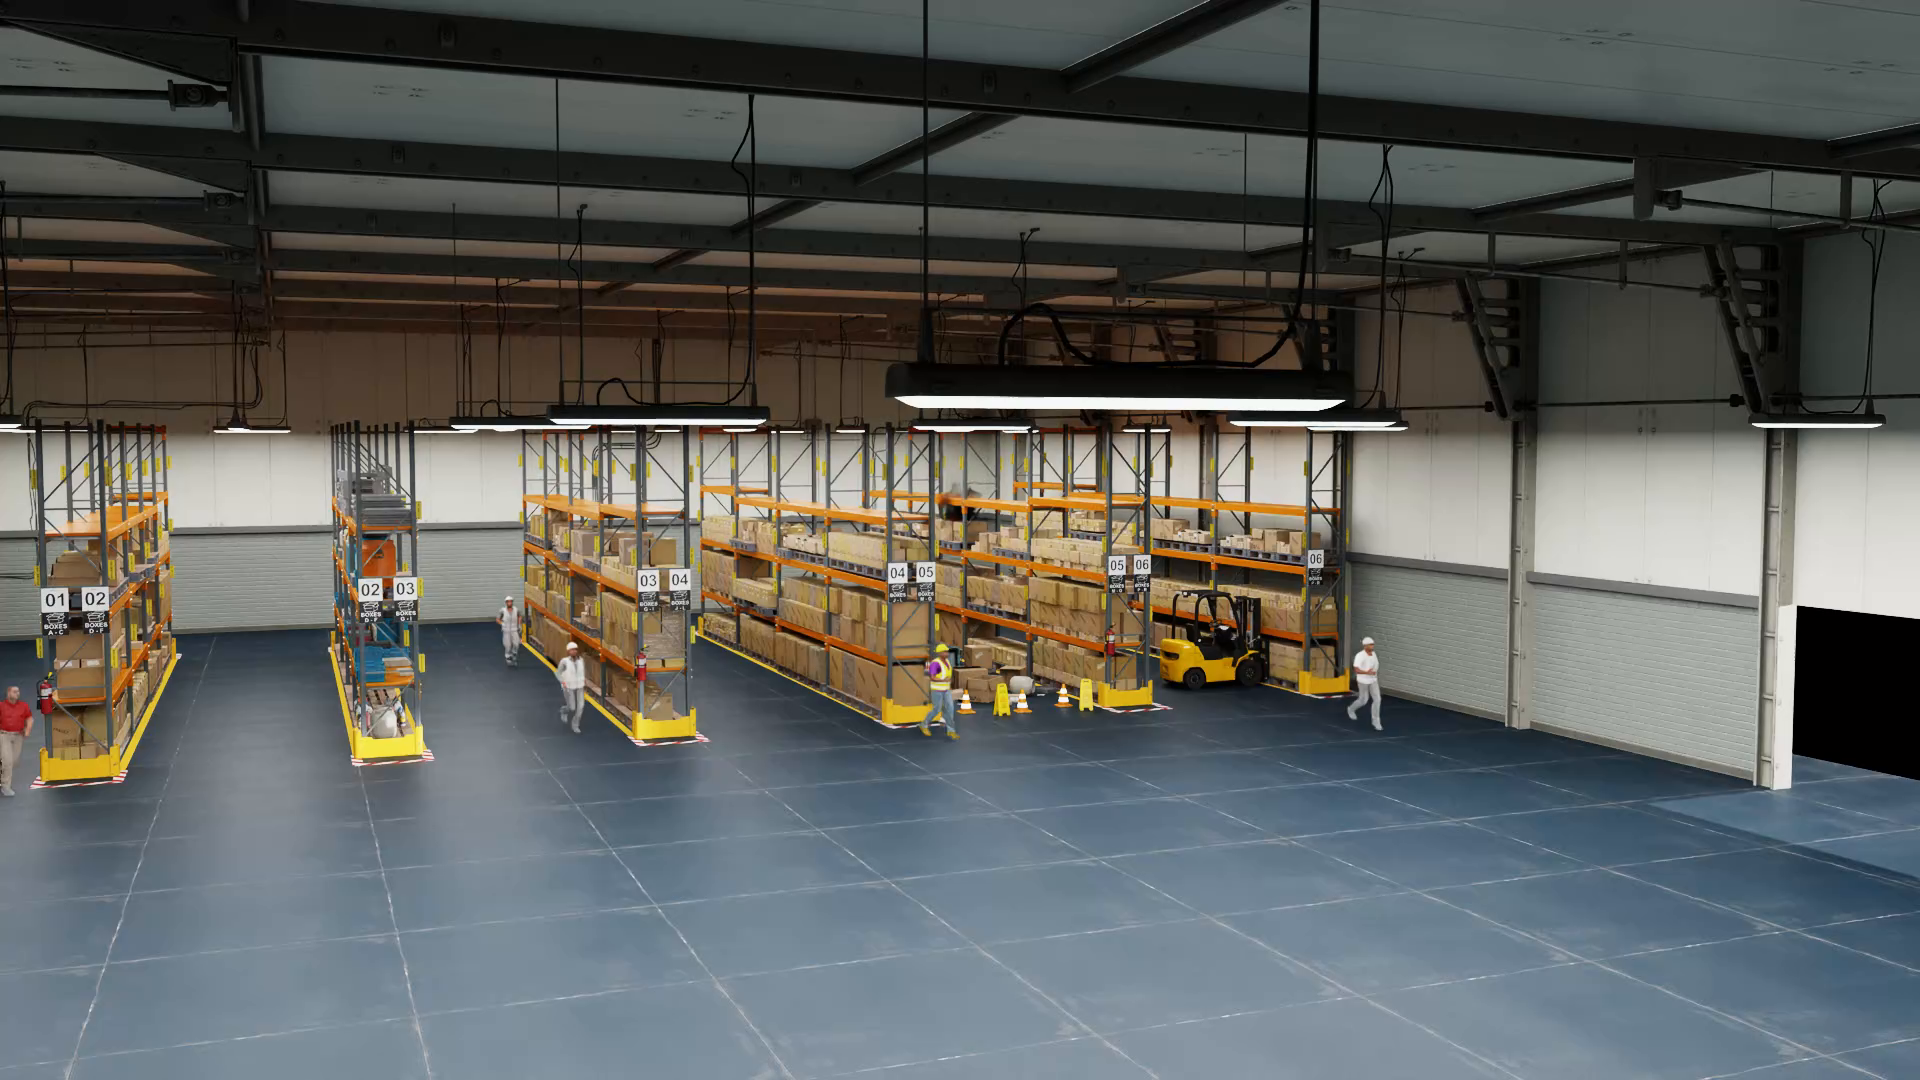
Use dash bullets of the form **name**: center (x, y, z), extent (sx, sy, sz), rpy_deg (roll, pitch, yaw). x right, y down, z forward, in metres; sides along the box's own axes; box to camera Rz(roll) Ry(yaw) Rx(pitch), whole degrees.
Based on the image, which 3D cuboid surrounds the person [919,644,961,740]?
- **person**: center (-0.370, 2.866, 31.491), extent (0.841, 1.805, 0.722), rpy_deg (2, 4, 33)

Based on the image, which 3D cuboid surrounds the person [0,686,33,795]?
- **person**: center (-15.324, 3.206, 26.834), extent (0.737, 1.698, 0.701), rpy_deg (2, 4, 35)

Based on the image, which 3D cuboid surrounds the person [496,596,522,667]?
- **person**: center (-11.125, 2.270, 41.111), extent (0.648, 1.759, 0.640), rpy_deg (-2, 4, -23)

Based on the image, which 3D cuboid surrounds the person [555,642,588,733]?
- **person**: center (-7.537, 2.854, 32.328), extent (0.668, 1.744, 0.627), rpy_deg (-3, 4, -36)

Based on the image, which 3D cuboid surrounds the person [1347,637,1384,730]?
- **person**: center (7.988, 2.813, 32.741), extent (0.731, 1.811, 0.938), rpy_deg (-2, 4, -35)
